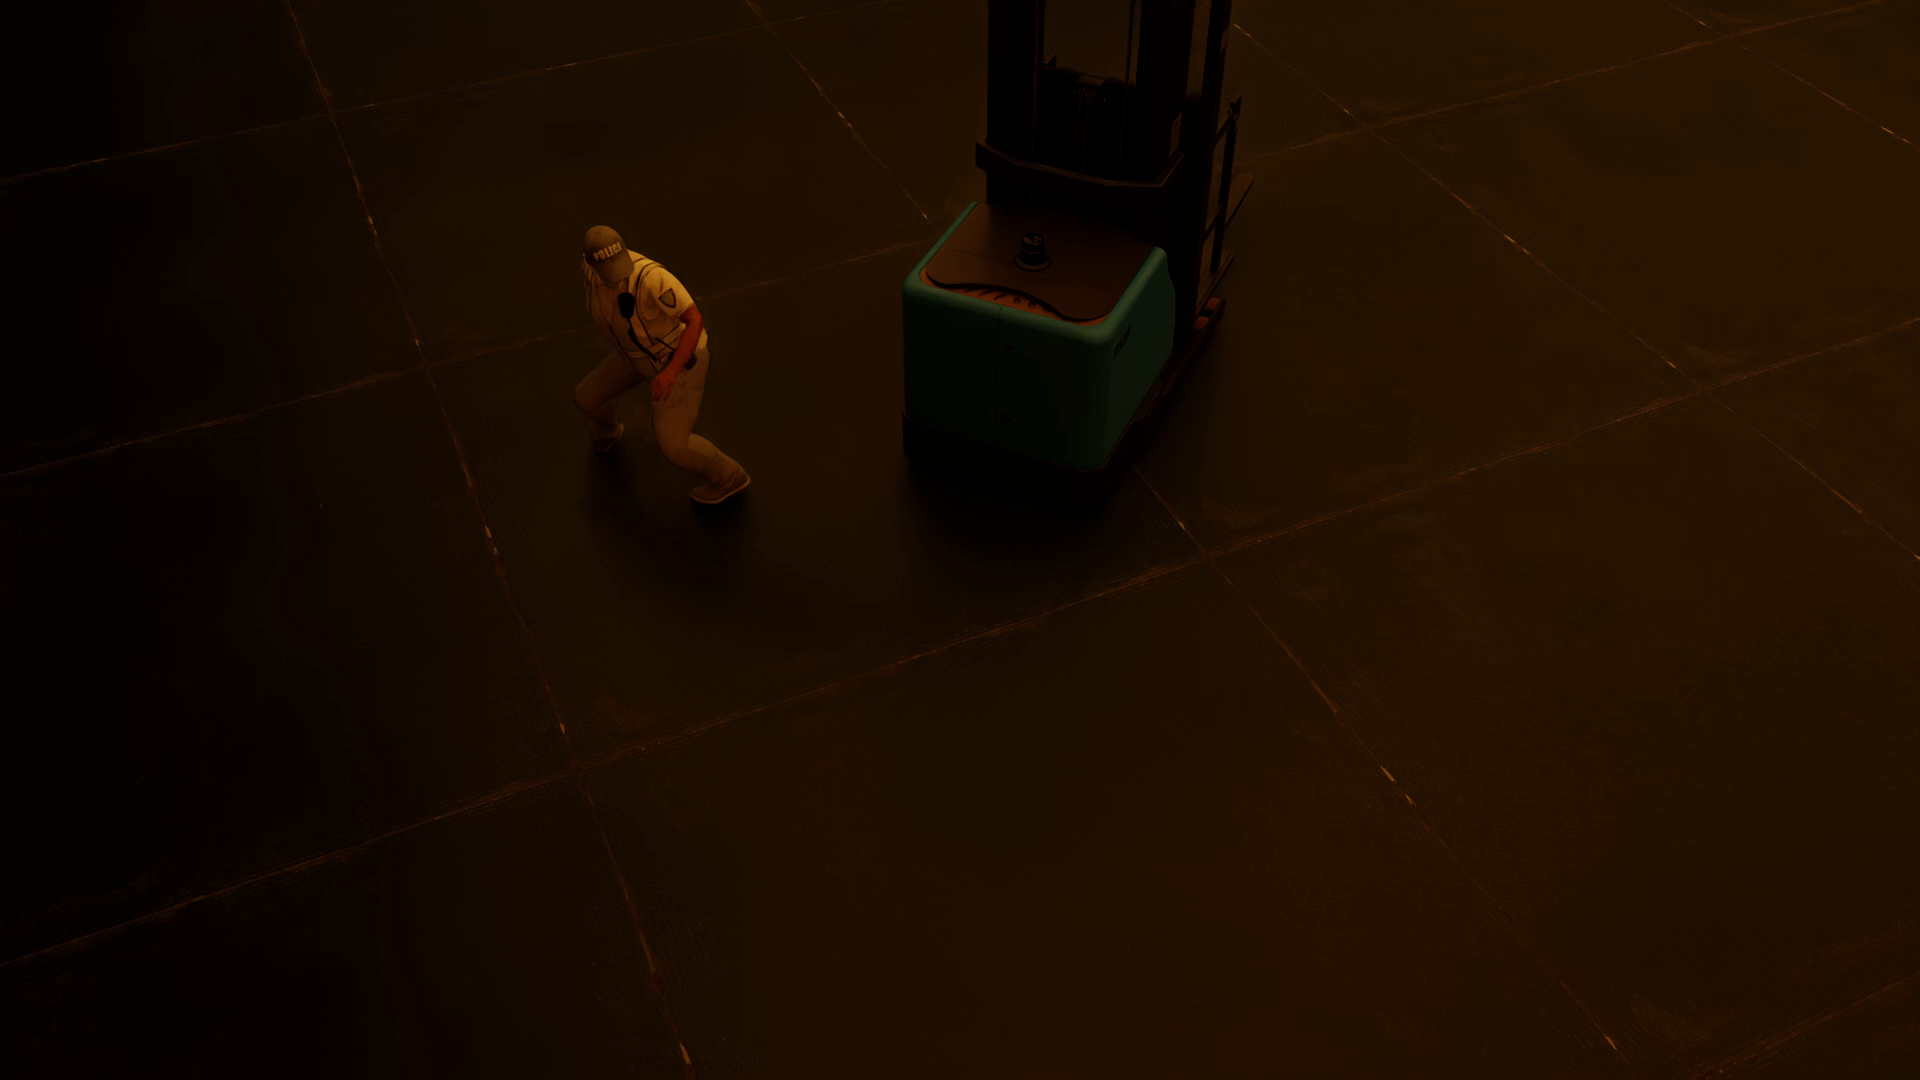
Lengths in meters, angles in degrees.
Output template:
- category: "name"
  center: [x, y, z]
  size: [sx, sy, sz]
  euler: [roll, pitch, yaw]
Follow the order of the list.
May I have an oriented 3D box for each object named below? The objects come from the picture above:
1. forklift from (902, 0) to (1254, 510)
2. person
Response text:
- category: "forklift"
  center: [0.796, -2.224, 8.063]
  size: [1.130, 2.935, 3.031]
  euler: [17, 46, 18]
- category: "person"
  center: [-1.488, -0.825, 7.698]
  size: [0.980, 1.610, 0.547]
  euler: [31, 51, 29]
